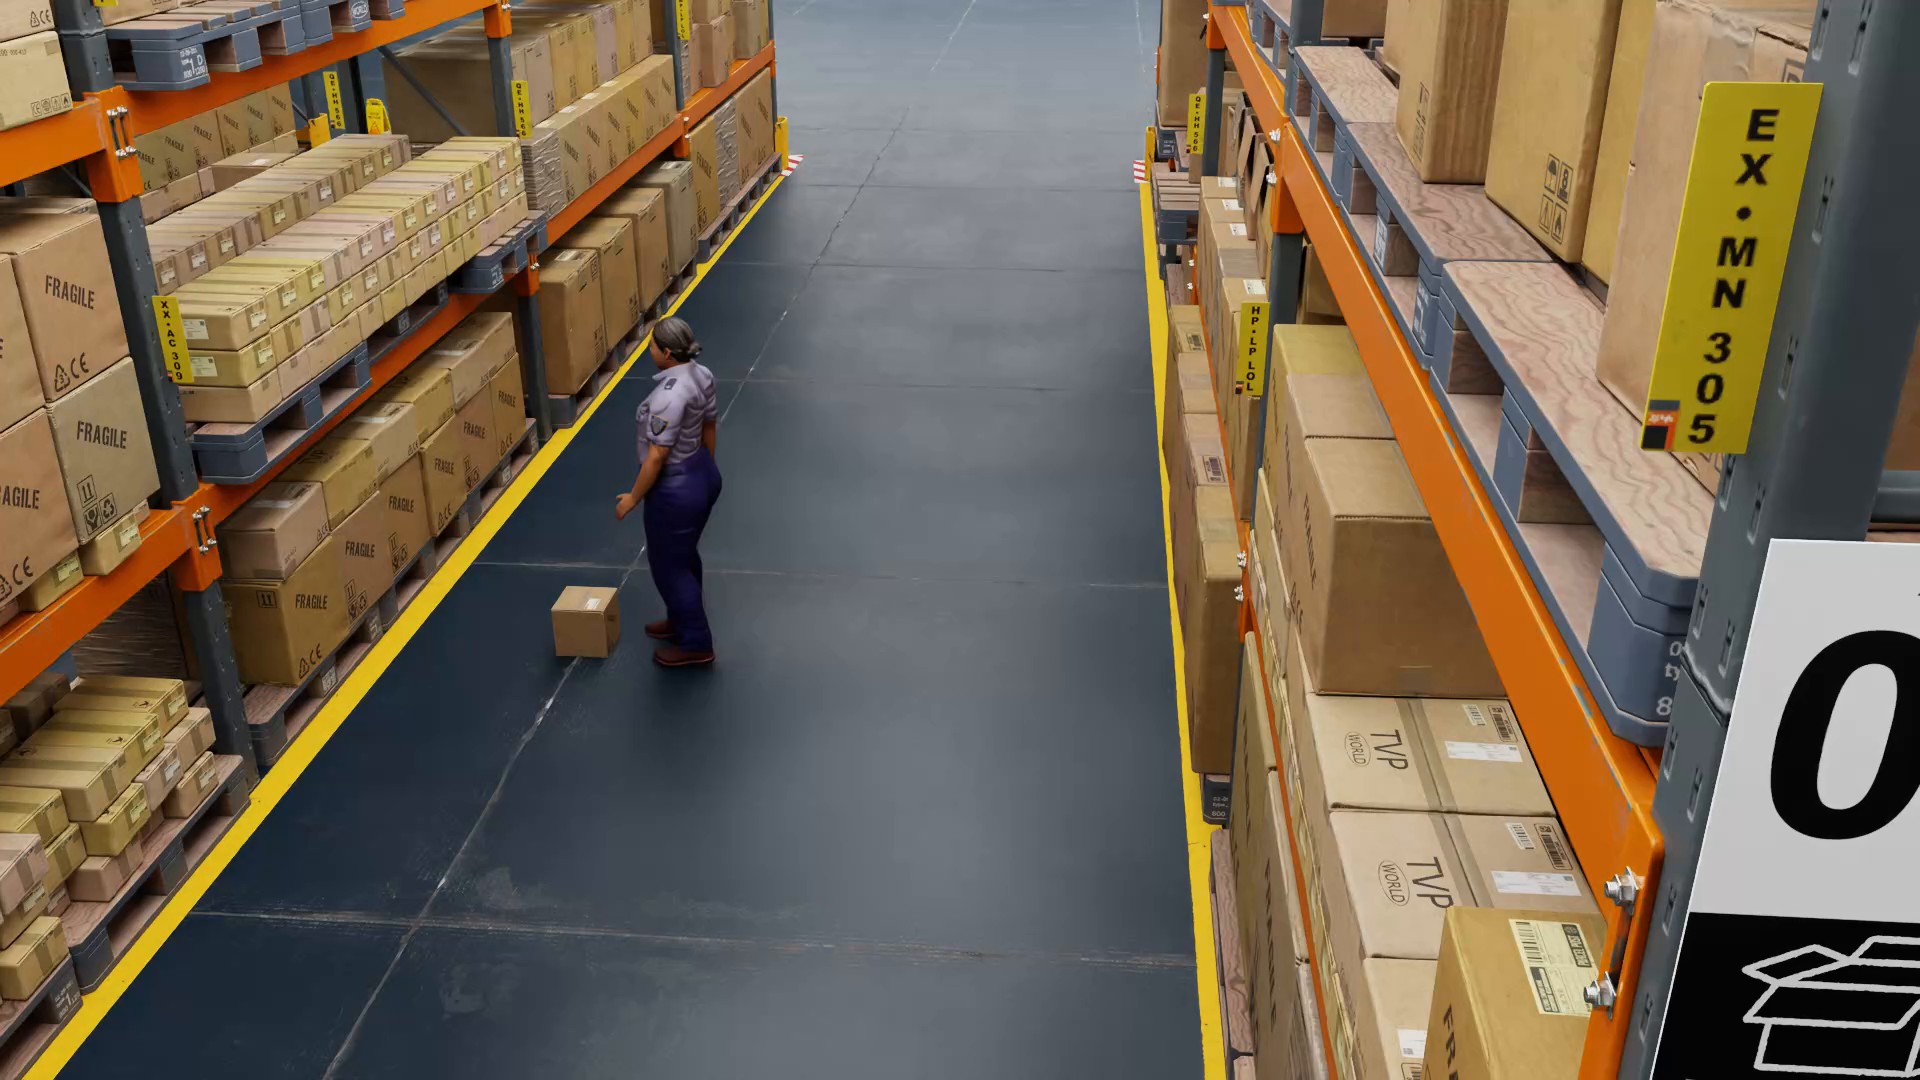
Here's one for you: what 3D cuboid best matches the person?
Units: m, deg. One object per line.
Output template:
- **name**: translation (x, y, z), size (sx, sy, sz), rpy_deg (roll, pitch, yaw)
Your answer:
- **person**: translation (-1.344, -0.219, 7.585), size (0.472, 1.663, 0.517), rpy_deg (5, 25, 11)
